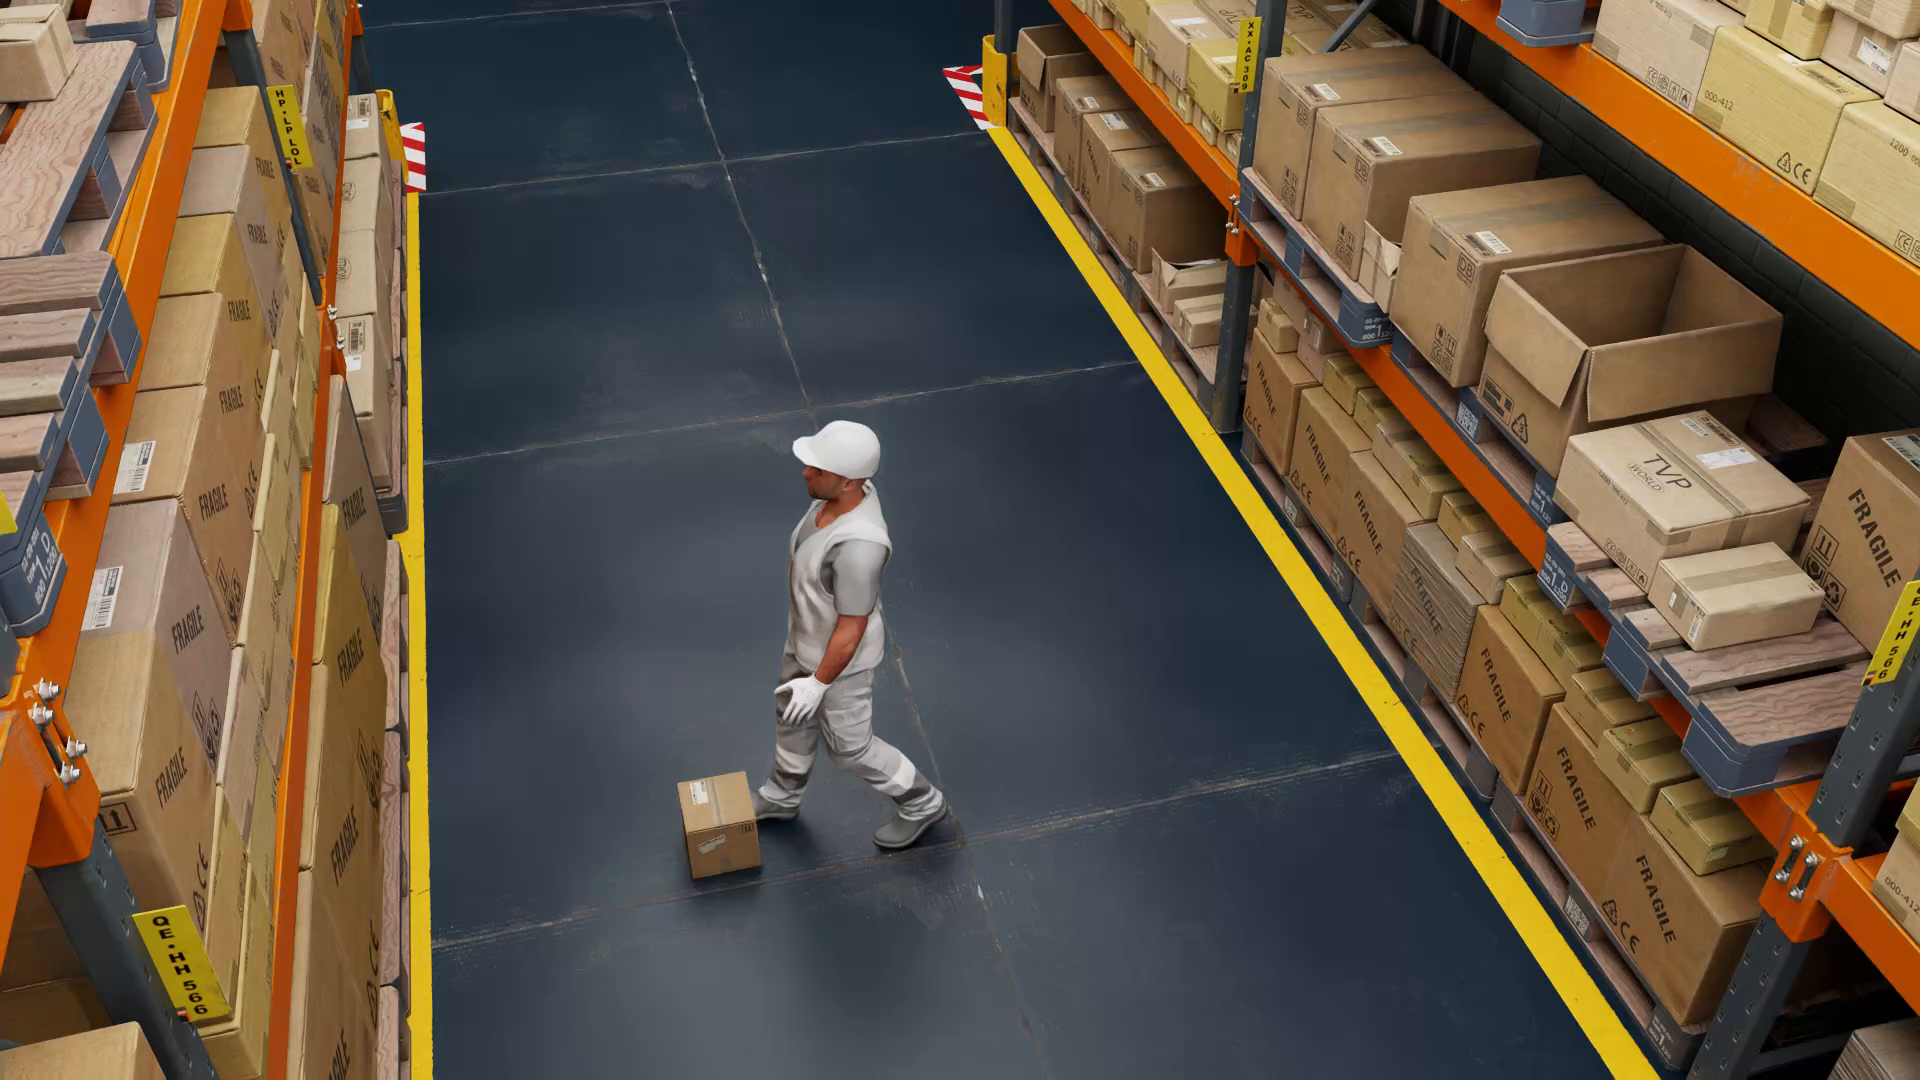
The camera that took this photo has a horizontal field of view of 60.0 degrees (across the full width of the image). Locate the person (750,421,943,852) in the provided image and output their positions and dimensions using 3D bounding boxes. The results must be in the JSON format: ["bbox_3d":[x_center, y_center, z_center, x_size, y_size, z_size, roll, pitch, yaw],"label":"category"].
[{"bbox_3d":[-0.464,0.371,5.674,0.771,1.783,0.552,-9,39,-12],"label":"person"}]
